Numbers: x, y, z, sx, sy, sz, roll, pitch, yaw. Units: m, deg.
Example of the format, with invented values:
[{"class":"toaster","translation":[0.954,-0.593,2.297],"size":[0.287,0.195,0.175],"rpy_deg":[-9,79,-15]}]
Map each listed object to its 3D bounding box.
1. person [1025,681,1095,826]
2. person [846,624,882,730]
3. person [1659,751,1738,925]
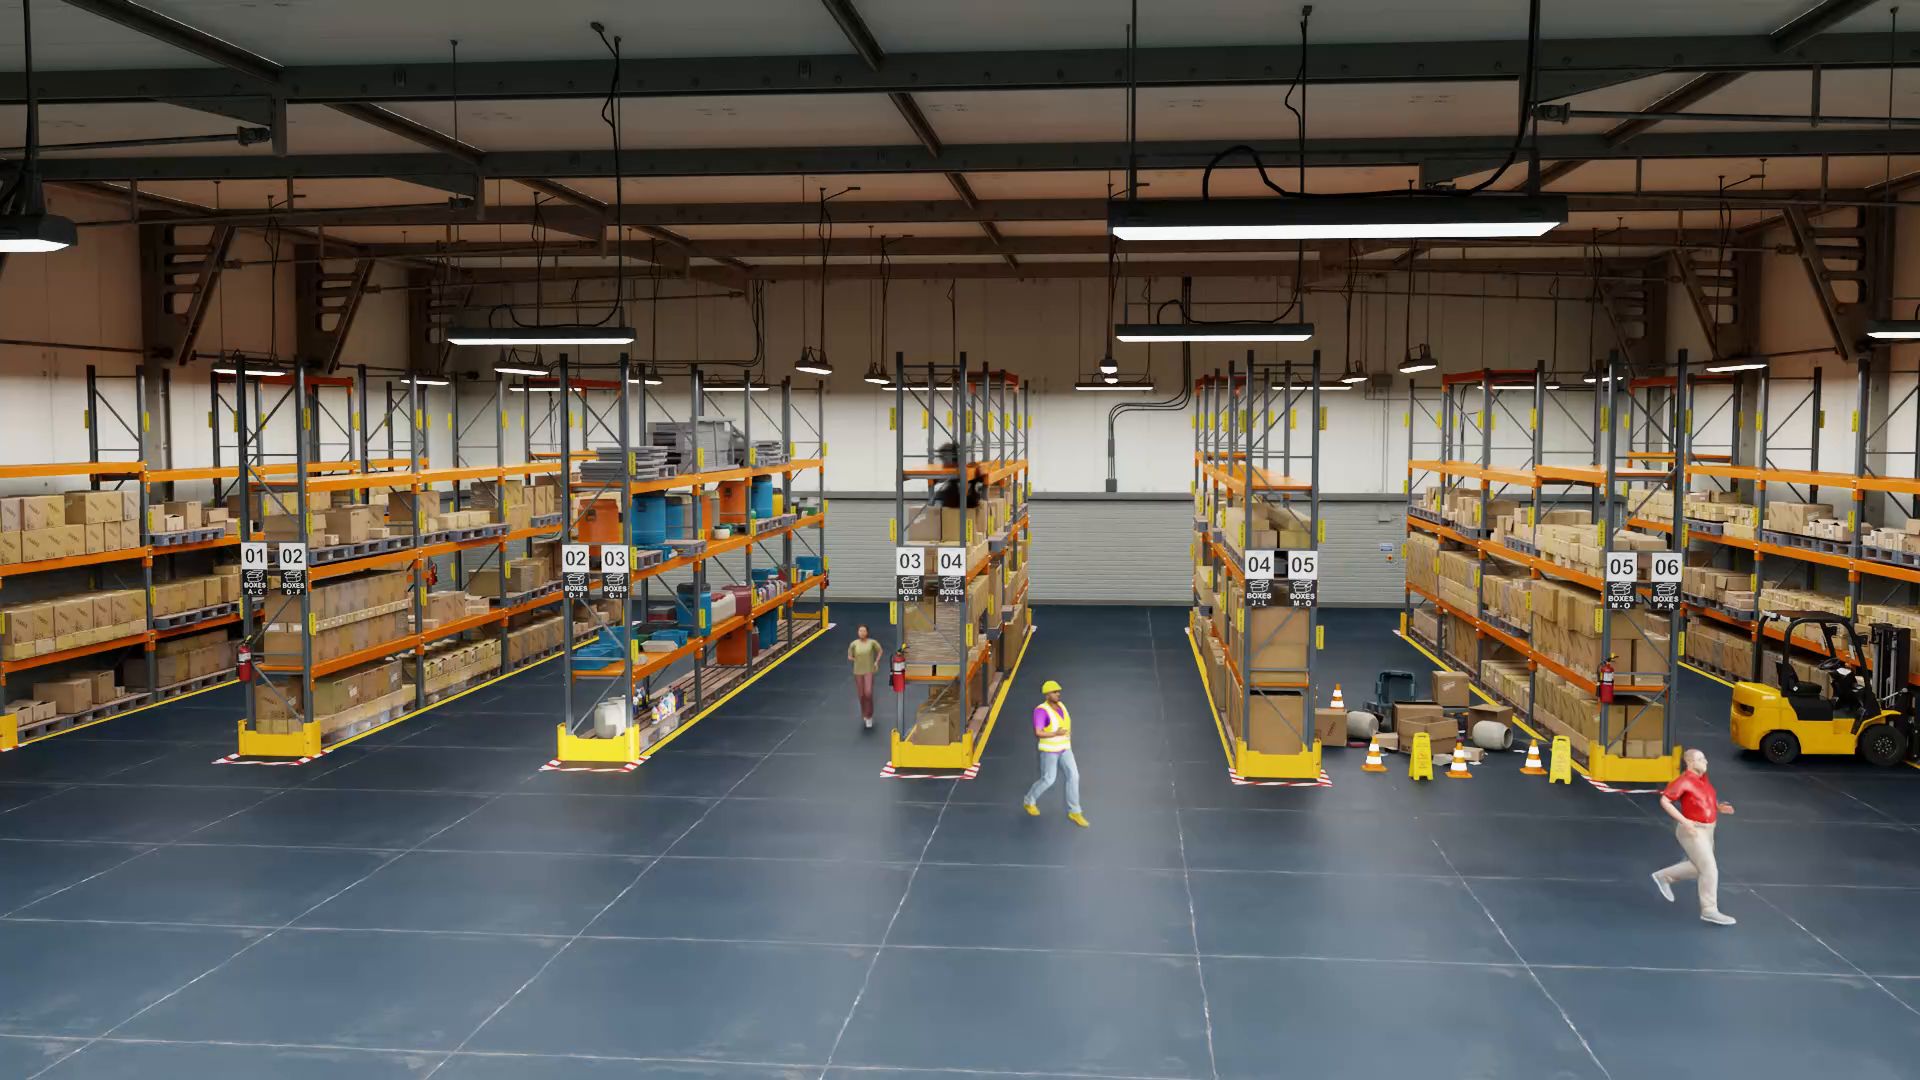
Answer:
[{"class":"person","translation":[1.257,2.635,20.749],"size":[0.705,1.754,0.981],"rpy_deg":[-4,6,-43]},{"class":"person","translation":[-1.583,2.231,27.352],"size":[0.559,1.725,0.738],"rpy_deg":[0,4,5]},{"class":"person","translation":[7.434,2.965,16.752],"size":[0.675,1.690,0.819],"rpy_deg":[-4,5,-42]}]
